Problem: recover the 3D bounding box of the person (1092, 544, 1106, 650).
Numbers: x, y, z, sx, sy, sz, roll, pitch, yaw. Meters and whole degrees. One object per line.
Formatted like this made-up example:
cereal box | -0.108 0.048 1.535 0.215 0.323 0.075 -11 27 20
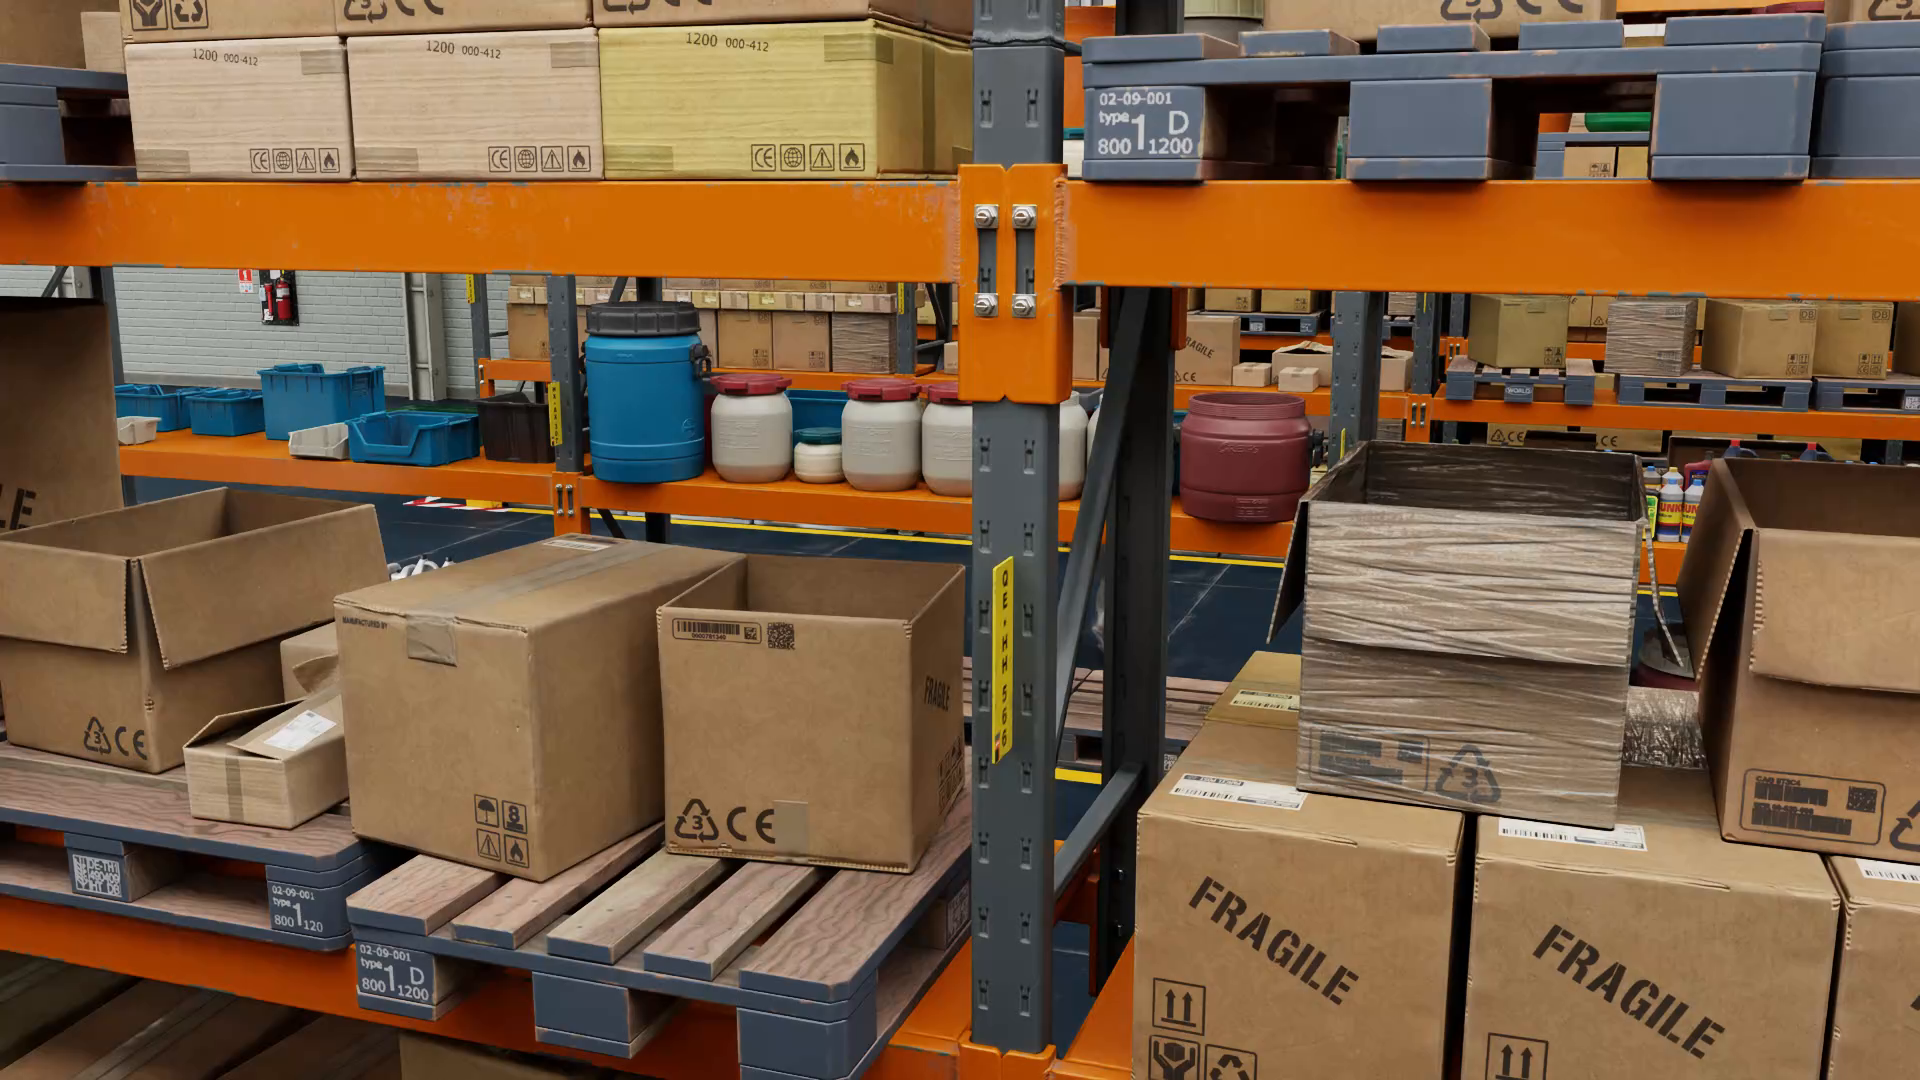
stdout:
person | 0.904 -0.100 10.042 0.540 1.641 0.486 -12 17 -44
